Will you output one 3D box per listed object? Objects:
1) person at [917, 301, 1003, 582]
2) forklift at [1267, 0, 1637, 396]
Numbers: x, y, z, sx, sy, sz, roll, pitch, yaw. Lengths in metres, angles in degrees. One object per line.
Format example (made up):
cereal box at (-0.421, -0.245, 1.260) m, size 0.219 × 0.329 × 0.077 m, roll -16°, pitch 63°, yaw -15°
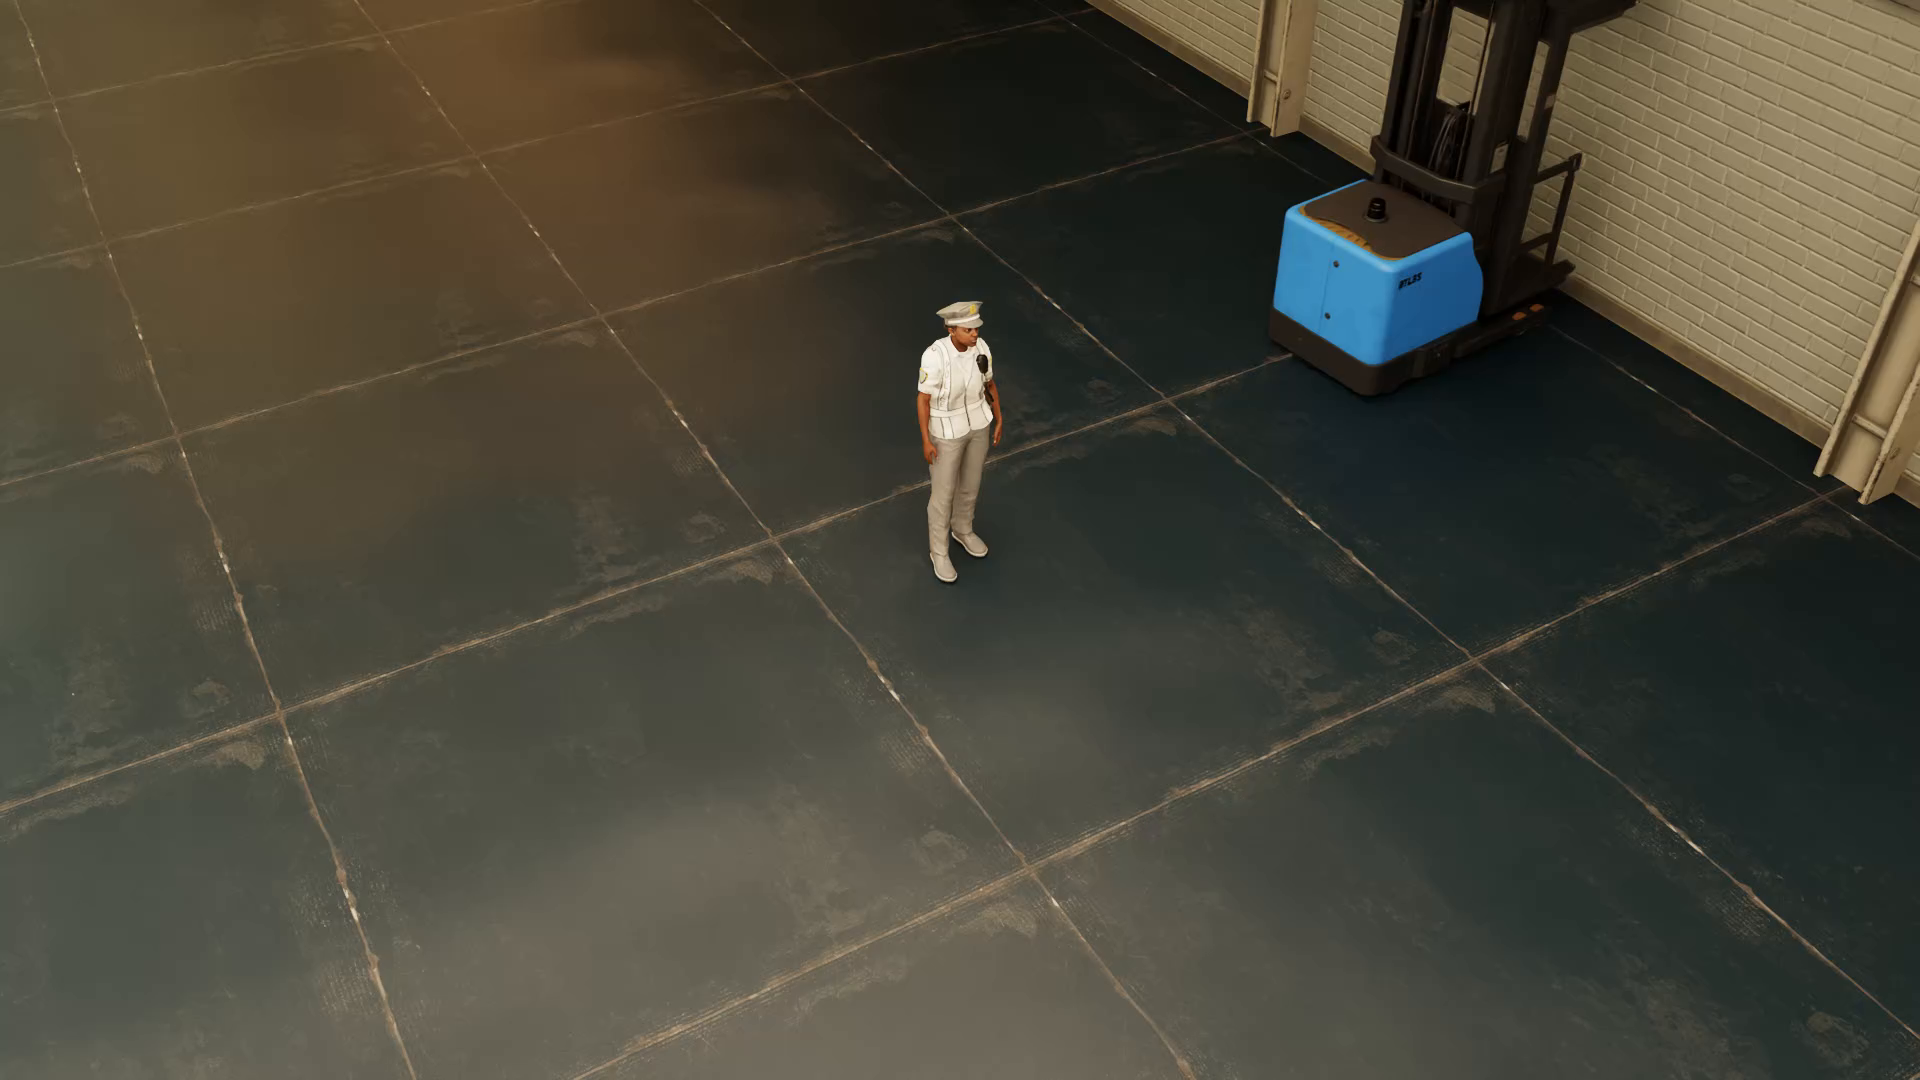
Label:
person at (0.021, -0.606, 9.732) m, size 0.569 × 1.685 × 0.528 m, roll -20°, pitch 44°, yaw -23°
forklift at (3.710, -2.872, 11.499) m, size 3.031 × 2.935 × 1.130 m, roll -25°, pitch 46°, yaw -27°
